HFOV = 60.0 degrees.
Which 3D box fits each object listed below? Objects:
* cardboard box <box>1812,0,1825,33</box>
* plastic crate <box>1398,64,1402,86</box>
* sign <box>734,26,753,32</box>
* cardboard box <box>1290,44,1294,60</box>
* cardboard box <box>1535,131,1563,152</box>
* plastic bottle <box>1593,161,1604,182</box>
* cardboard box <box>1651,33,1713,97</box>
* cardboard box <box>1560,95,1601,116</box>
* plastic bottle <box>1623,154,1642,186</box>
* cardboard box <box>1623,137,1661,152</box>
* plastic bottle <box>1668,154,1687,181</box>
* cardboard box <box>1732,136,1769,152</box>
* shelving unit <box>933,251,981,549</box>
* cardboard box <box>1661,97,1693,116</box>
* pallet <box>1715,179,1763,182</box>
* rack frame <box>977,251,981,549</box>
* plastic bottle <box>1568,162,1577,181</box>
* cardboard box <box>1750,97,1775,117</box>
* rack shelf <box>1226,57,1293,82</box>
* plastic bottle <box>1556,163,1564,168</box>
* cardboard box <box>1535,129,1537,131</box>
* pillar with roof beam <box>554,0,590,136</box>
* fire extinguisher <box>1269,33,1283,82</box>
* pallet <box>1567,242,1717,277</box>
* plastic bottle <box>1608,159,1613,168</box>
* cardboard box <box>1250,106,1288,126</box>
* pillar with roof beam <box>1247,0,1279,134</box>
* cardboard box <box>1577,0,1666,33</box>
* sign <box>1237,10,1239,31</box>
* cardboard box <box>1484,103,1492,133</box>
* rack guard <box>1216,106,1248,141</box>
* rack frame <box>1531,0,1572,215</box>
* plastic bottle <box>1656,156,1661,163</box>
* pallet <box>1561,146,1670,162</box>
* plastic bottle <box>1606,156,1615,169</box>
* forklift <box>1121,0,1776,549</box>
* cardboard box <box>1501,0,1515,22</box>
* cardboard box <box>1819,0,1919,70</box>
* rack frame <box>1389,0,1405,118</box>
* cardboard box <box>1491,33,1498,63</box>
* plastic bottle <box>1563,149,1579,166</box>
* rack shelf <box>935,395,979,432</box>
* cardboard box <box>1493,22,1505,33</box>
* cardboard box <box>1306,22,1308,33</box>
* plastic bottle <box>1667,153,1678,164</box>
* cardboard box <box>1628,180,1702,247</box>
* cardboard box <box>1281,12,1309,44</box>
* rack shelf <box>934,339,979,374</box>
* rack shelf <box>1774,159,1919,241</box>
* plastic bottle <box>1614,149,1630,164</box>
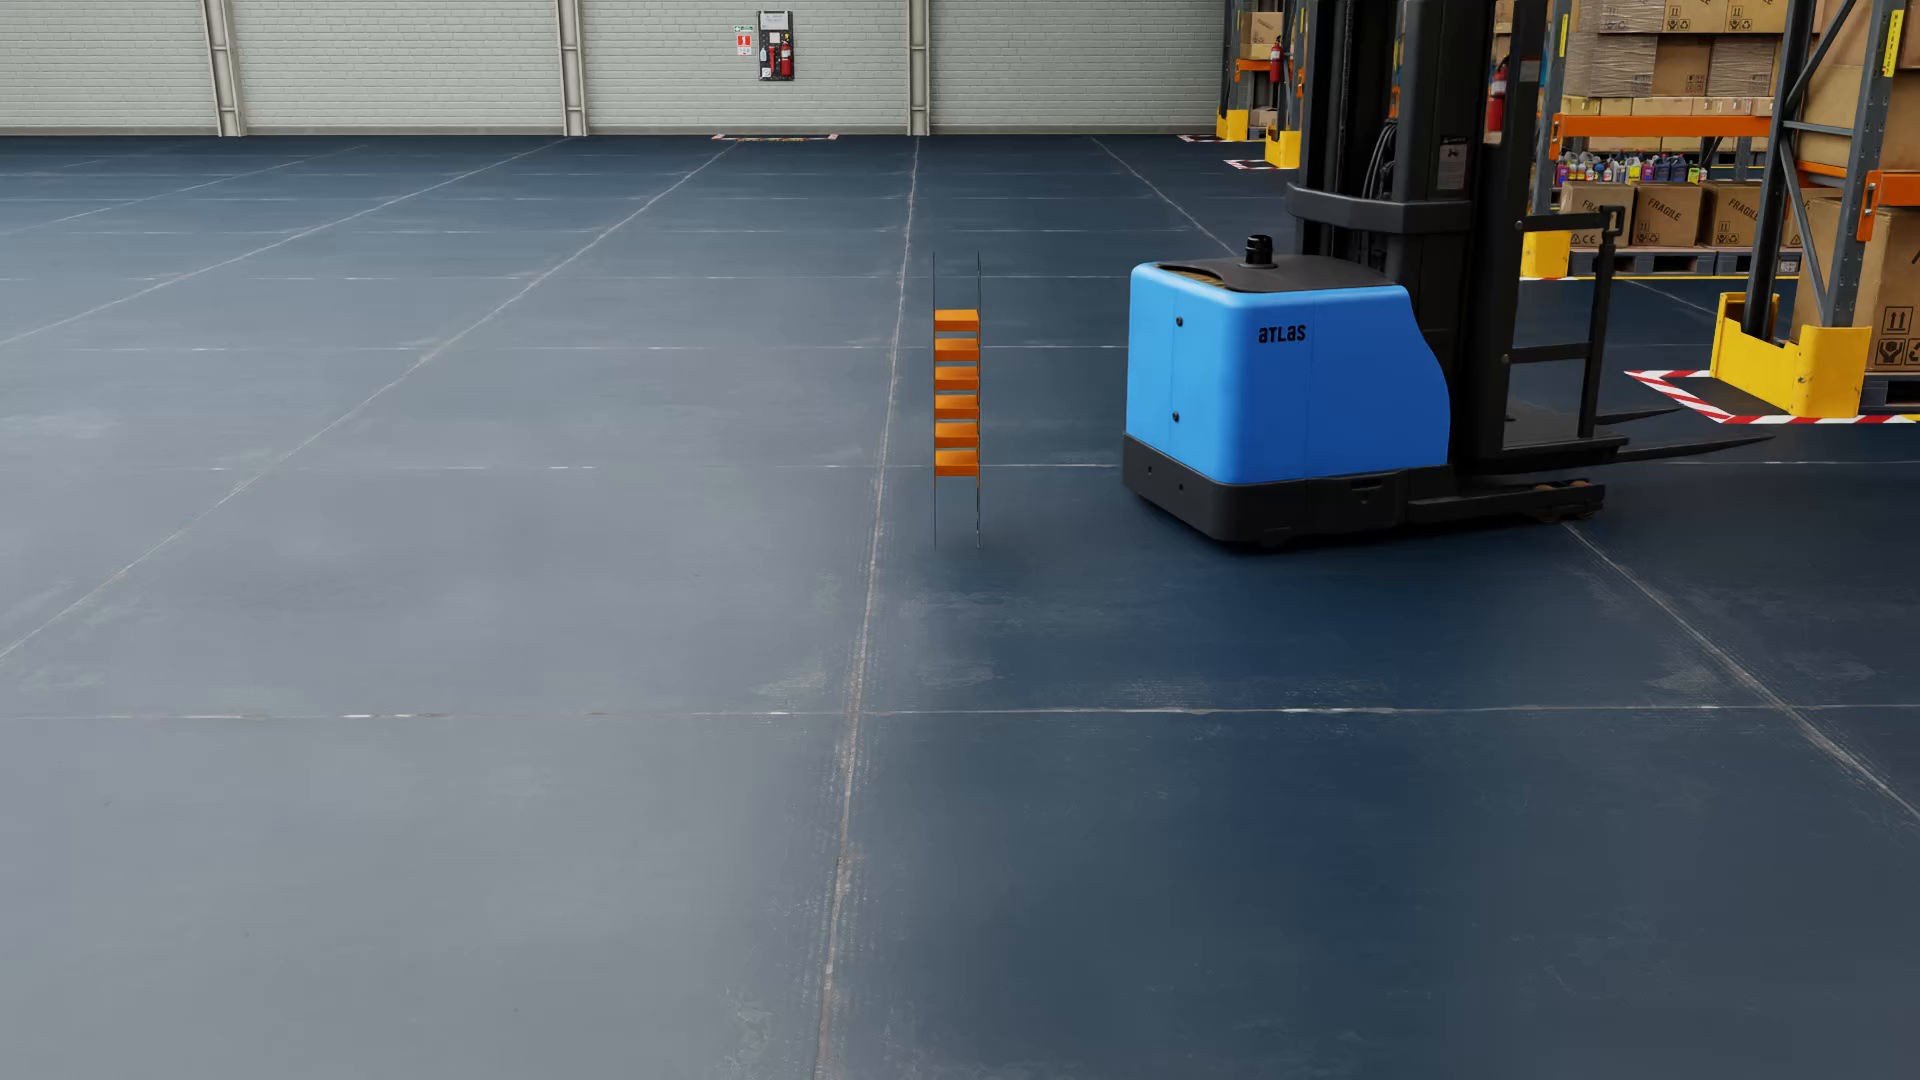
[{"bbox_3d":[6.873,-4.382,13.511,0.500,0.500,0.500,0,18,-1],"label":"cardboard box"},{"bbox_3d":[5.236,-5.326,18.983,0.616,0.251,0.499,0,18,-1],"label":"plastic crate"},{"bbox_3d":[-3.750,-8.863,28.839,0.331,0.109,0.001,0,18,-1],"label":"sign"},{"bbox_3d":[5.596,-8.179,27.847,0.500,0.250,0.500,-1,18,-3],"label":"cardboard box"},{"bbox_3d":[8.206,-5.657,23.585,0.500,0.250,0.500,0,18,-1],"label":"cardboard box"},{"bbox_3d":[7.204,-4.130,18.758,0.097,0.271,0.097,0,18,0],"label":"plastic bottle"},{"bbox_3d":[5.867,-4.013,13.996,0.500,0.500,0.875,0,18,-1],"label":"cardboard box"},{"bbox_3d":[5.108,-3.599,13.768,0.250,0.149,0.380,0,18,-1],"label":"cardboard box"},{"bbox_3d":[7.586,-4.177,18.774,0.185,0.351,0.144,0,18,-1],"label":"plastic bottle"},{"bbox_3d":[9.584,-5.654,23.577,0.500,0.250,0.500,0,18,1],"label":"cardboard box"},{"bbox_3d":[8.101,-4.179,18.782,0.185,0.351,0.144,-1,18,-2],"label":"plastic bottle"},{"bbox_3d":[11.125,-5.663,23.605,0.500,0.250,0.500,0,18,0],"label":"cardboard box"},{"bbox_3d":[-0.014,-0.571,6.864,0.189,1.200,0.258,0,18,-1],"label":"shelving unit"},{"bbox_3d":[5.858,-3.599,13.767,0.250,0.149,0.380,0,18,-1],"label":"cardboard box"},{"bbox_3d":[9.525,-4.010,19.203,1.213,0.211,1.003,0,18,-1],"label":"pallet"},{"bbox_3d":[0.077,-0.572,6.865,0.006,1.200,0.240,0,18,-1],"label":"rack frame"},{"bbox_3d":[6.901,-4.129,18.754,0.097,0.271,0.097,0,18,0],"label":"plastic bottle"},{"bbox_3d":[6.609,-3.577,13.699,0.250,0.149,0.380,0,18,-1],"label":"cardboard box"},{"bbox_3d":[6.584,-7.996,28.241,4.000,0.370,1.077,0,18,-1],"label":"rack shelf"},{"bbox_3d":[6.982,-4.278,19.335,0.097,0.201,0.097,0,18,0],"label":"plastic bottle"},{"bbox_3d":[8.197,-6.176,23.977,0.500,0.500,0.500,0,18,-1],"label":"cardboard box"},{"bbox_3d":[-6.660,-10.080,23.739,0.400,9.000,9.100,0,18,-1],"label":"pillar with roof beam"},{"bbox_3d":[4.541,-6.920,23.837,0.183,0.674,0.296,0,18,-1],"label":"fire extinguisher"},{"bbox_3d":[5.708,-2.456,14.358,1.213,0.211,1.003,0,18,-1],"label":"pallet"},{"bbox_3d":[7.421,-4.178,18.887,0.133,0.283,0.061,0,18,-1],"label":"plastic bottle"},{"bbox_3d":[5.278,-7.234,28.369,0.500,0.311,0.500,-2,18,-7],"label":"cardboard box"},{"bbox_3d":[5.339,-10.138,23.920,0.400,9.000,9.100,0,18,-1],"label":"pillar with roof beam"},{"bbox_3d":[5.373,-4.375,13.488,0.500,0.500,0.500,0,18,-1],"label":"cardboard box"},{"bbox_3d":[4.593,-8.575,27.452,0.005,0.325,0.100,0,18,-1],"label":"sign"},{"bbox_3d":[7.206,-6.012,23.463,0.500,0.500,0.500,0,18,-1],"label":"cardboard box"},{"bbox_3d":[4.660,-7.139,28.484,0.348,0.500,1.175,0,18,-1],"label":"rack guard"},{"bbox_3d":[4.819,-3.790,13.953,0.127,3.000,1.000,0,18,-1],"label":"rack frame"},{"bbox_3d":[8.094,-4.328,19.356,0.133,0.283,0.061,0,18,-1],"label":"plastic bottle"},{"bbox_3d":[9.402,-5.523,23.919,1.213,0.211,1.003,0,18,-1],"label":"pallet"},{"bbox_3d":[7.591,-4.342,19.420,0.097,0.271,0.097,0,18,0],"label":"plastic bottle"},{"bbox_3d":[2.314,-1.615,7.282,3.031,2.935,1.130,-6,19,-19],"label":"forklift"},{"bbox_3d":[7.717,-7.494,23.210,0.500,0.500,0.700,0,18,-1],"label":"cardboard box"},{"bbox_3d":[5.168,-2.851,9.010,0.550,0.550,0.875,0,18,-1],"label":"cardboard box"},{"bbox_3d":[4.741,-5.303,18.668,0.127,3.000,1.000,0,18,-1],"label":"rack frame"},{"bbox_3d":[7.193,-6.873,23.399,0.500,0.500,0.700,0,18,0],"label":"cardboard box"},{"bbox_3d":[7.127,-4.389,19.437,0.185,0.351,0.144,0,18,1],"label":"plastic bottle"},{"bbox_3d":[-0.014,-0.529,6.878,0.180,0.103,0.258,0,18,-1],"label":"rack shelf"},{"bbox_3d":[7.380,-7.121,23.109,0.250,0.149,0.380,0,18,-1],"label":"cardboard box"},{"bbox_3d":[5.045,-7.232,23.457,0.250,0.149,0.380,-1,18,-2],"label":"cardboard box"},{"bbox_3d":[8.099,-4.223,18.919,0.185,0.351,0.144,0,18,-1],"label":"plastic bottle"},{"bbox_3d":[6.041,-2.811,14.305,0.500,0.500,0.500,4,18,14],"label":"cardboard box"},{"bbox_3d":[5.561,-8.534,27.725,0.500,0.500,0.500,0,18,-1],"label":"cardboard box"},{"bbox_3d":[-0.014,-0.757,6.804,0.180,0.103,0.258,0,18,-1],"label":"rack shelf"},{"bbox_3d":[6.796,-1.942,9.369,4.000,0.370,1.077,0,18,-1],"label":"rack shelf"},{"bbox_3d":[7.738,-4.392,19.446,0.185,0.351,0.144,-1,18,-3],"label":"plastic bottle"}]
